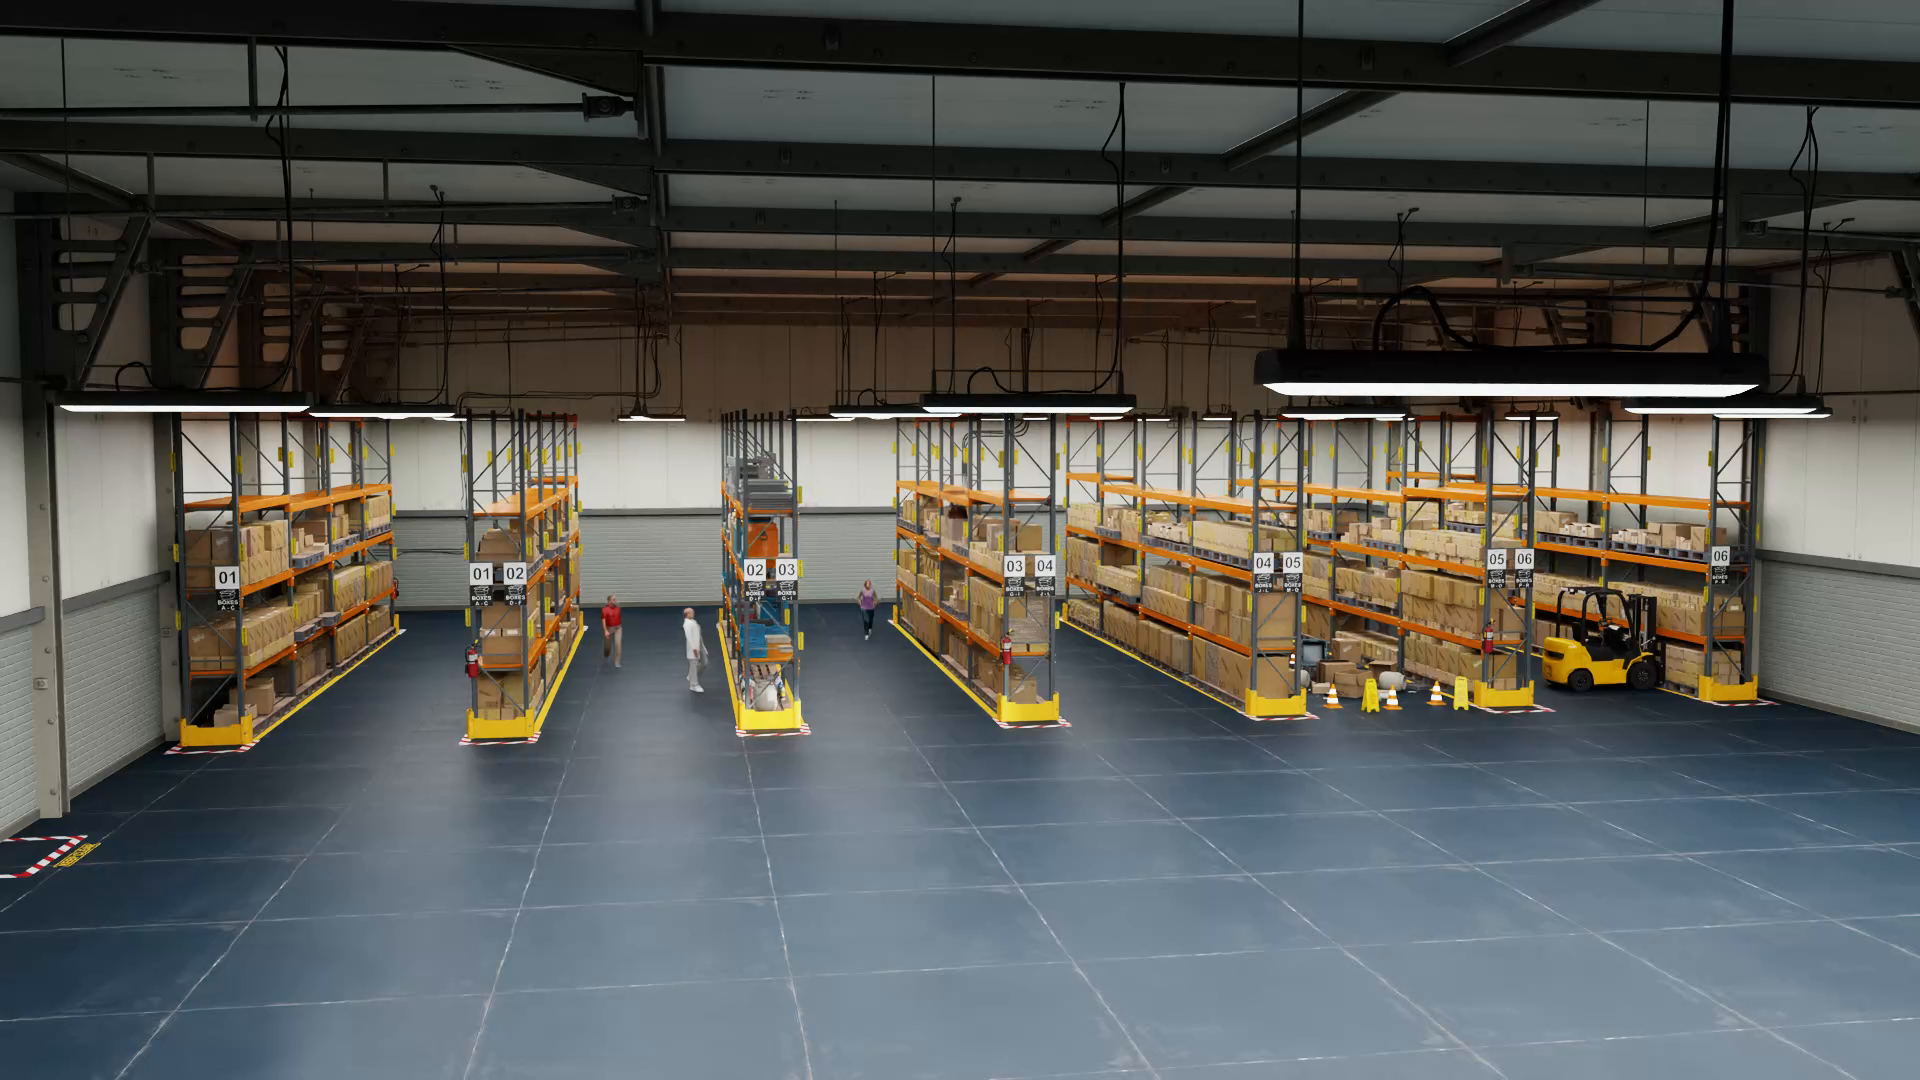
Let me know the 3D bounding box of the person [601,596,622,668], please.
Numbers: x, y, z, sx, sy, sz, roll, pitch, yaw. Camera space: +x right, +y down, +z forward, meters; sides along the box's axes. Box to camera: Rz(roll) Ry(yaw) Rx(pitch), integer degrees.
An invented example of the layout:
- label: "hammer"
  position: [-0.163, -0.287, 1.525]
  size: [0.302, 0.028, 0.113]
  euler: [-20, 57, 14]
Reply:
- label: "person"
  position: [-8.209, 2.141, 39.178]
  size: [0.494, 1.676, 0.848]
  euler: [-1, 4, -15]

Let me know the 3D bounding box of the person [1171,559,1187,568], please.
- label: "person"
  position: [6.948, 1.168, 52.523]
  size: [0.604, 1.765, 0.729]
  euler: [3, 5, 37]

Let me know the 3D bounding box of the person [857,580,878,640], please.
- label: "person"
  position: [-2.462, 1.856, 44.459]
  size: [0.565, 1.589, 0.638]
  euler: [0, 4, -5]

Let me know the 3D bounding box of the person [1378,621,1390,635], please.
- label: "person"
  position: [11.292, 1.766, 44.534]
  size: [0.444, 1.724, 0.560]
  euler: [1, 4, 11]

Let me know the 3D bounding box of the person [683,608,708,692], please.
- label: "person"
  position: [-5.706, 2.345, 35.827]
  size: [0.579, 1.779, 0.681]
  euler: [1, 4, 20]
